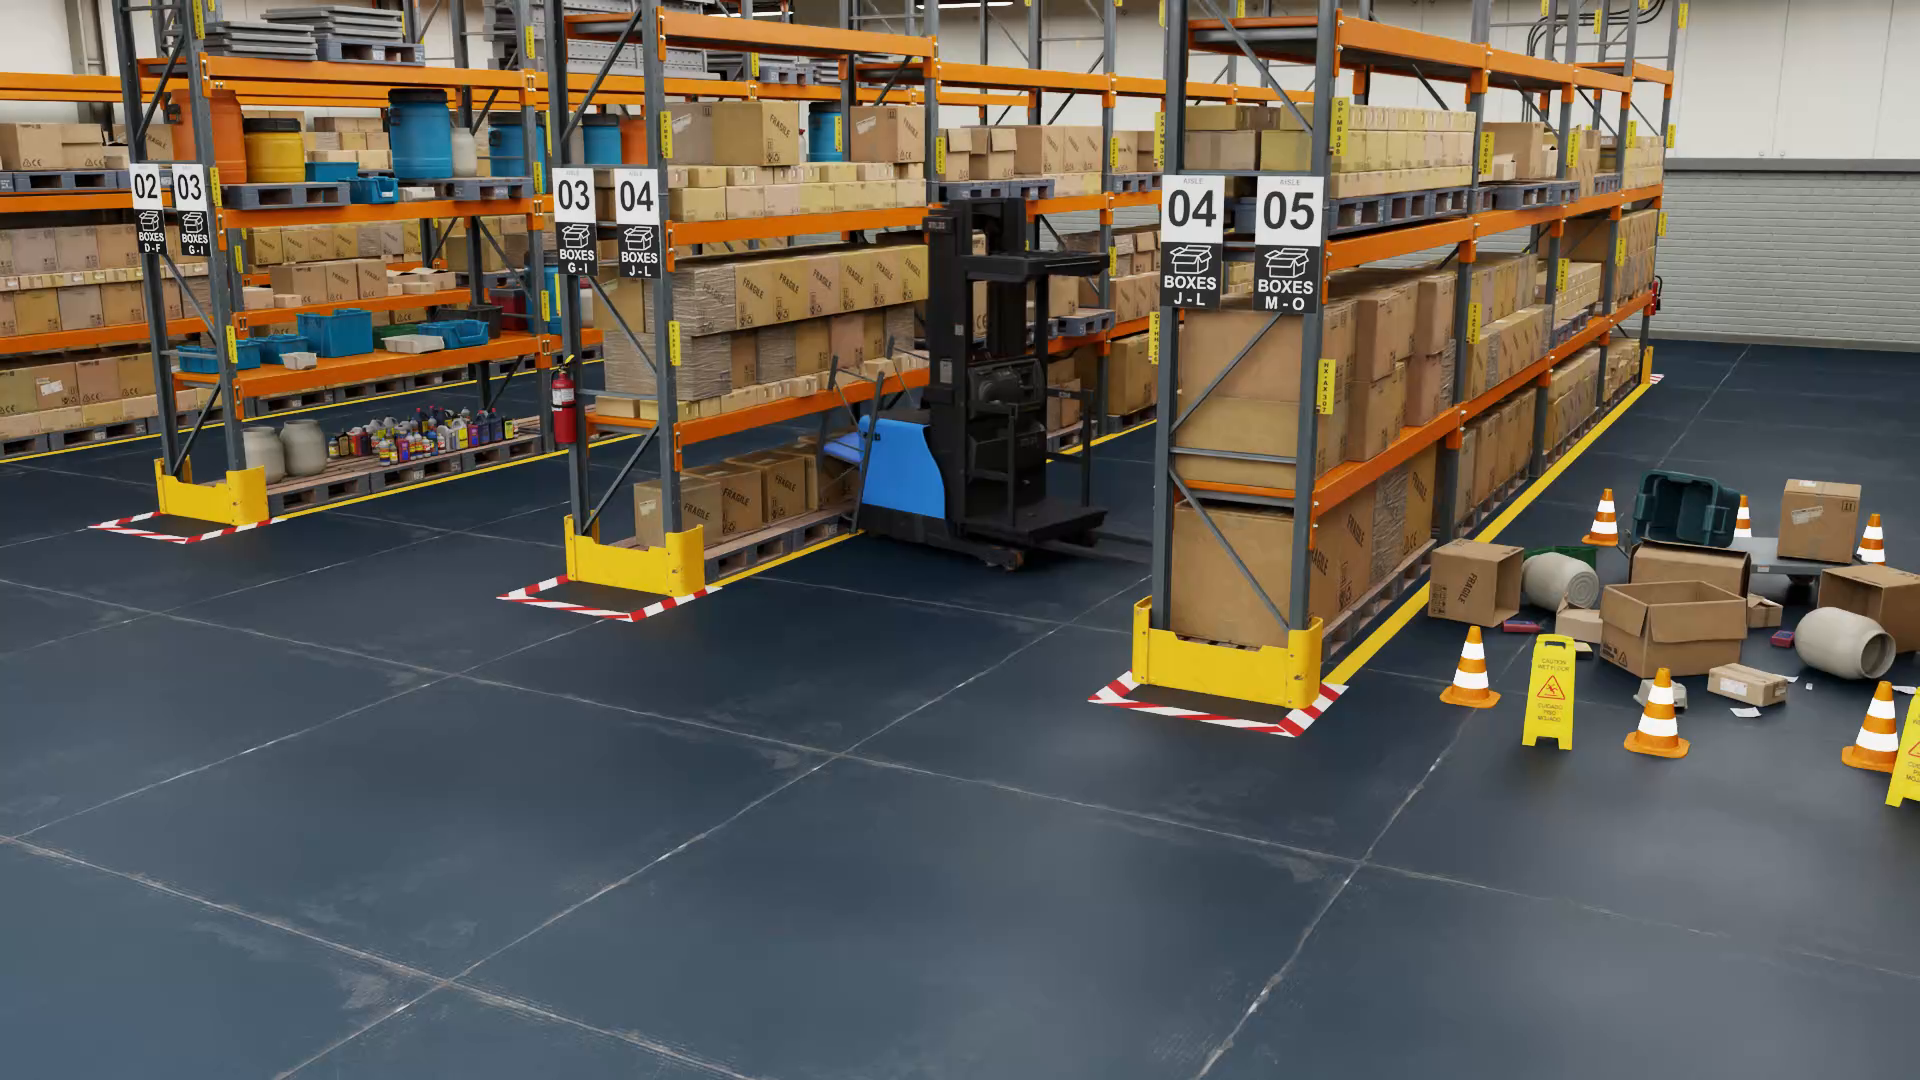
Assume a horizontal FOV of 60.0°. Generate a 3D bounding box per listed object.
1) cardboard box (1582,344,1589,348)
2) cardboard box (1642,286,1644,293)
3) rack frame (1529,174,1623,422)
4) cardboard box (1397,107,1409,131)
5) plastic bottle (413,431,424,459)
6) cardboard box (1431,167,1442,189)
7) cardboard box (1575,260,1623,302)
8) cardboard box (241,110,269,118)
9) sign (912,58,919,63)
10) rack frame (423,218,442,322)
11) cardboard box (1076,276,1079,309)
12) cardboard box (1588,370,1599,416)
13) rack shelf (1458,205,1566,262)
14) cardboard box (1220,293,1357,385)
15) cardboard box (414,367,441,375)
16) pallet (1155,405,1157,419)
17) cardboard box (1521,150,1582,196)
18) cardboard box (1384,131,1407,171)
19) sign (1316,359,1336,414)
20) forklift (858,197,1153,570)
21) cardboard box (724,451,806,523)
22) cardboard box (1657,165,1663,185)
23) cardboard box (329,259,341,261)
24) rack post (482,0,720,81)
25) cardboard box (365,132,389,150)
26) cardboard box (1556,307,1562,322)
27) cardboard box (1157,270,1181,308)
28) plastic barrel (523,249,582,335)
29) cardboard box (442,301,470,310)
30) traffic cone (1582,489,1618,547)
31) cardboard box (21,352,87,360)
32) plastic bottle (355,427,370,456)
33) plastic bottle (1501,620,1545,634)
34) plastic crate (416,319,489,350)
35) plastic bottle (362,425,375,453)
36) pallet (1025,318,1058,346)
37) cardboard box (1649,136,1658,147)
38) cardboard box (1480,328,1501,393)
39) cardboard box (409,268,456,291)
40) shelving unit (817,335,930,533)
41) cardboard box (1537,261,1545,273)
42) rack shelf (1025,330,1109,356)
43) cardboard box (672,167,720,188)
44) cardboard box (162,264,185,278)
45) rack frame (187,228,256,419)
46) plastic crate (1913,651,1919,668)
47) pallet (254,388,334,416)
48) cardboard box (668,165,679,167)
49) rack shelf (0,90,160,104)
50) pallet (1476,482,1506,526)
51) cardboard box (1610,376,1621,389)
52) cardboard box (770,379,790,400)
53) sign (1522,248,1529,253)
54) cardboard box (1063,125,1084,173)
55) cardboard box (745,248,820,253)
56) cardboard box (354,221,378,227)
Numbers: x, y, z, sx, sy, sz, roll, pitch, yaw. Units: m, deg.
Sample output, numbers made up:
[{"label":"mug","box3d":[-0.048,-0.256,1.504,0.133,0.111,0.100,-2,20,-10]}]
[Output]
[{"label":"cardboard box","box3d":[8.430,-2.617,22.904,0.380,0.149,0.250,8,16,30]},{"label":"cardboard box","box3d":[9.369,-3.534,23.327,0.380,0.149,0.250,7,15,28]},{"label":"rack frame","box3d":[7.498,-2.981,20.498,1.000,3.000,0.127,7,15,28]},{"label":"cardboard box","box3d":[2.753,-2.788,11.025,0.380,0.149,0.250,7,15,27]},{"label":"plastic bottle","box3d":[-5.568,-0.978,17.072,0.097,0.271,0.097,0,14,0]},{"label":"cardboard box","box3d":[3.244,-2.609,11.982,0.380,0.149,0.250,8,16,29]},{"label":"cardboard box","box3d":[7.958,-3.247,20.754,0.500,0.500,0.500,7,15,27]},{"label":"cardboard box","box3d":[-8.999,-5.121,20.801,0.500,0.500,0.500,8,15,29]},{"label":"sign","box3d":[-0.650,-6.877,24.304,0.100,0.325,0.005,7,15,28]},{"label":"rack frame","box3d":[-9.803,-5.247,29.898,1.000,3.000,0.127,7,15,28]},{"label":"cardboard box","box3d":[1.046,-2.880,18.972,0.500,0.500,0.500,5,15,21]},{"label":"cardboard box","box3d":[7.361,-1.789,19.993,0.500,0.500,0.500,7,15,27]},{"label":"rack shelf","box3d":[4.598,-2.858,15.125,1.077,0.370,4.000,7,15,28]},{"label":"cardboard box","box3d":[2.096,-1.312,10.951,0.875,0.550,0.550,7,15,28]},{"label":"cardboard box","box3d":[-7.685,-2.492,23.440,0.500,0.250,0.500,7,15,27]},{"label":"pallet","box3d":[2.309,-1.790,21.507,1.003,0.211,1.213,7,15,28]},{"label":"cardboard box","box3d":[6.074,-3.754,17.091,0.500,0.500,0.500,7,15,28]},{"label":"cardboard box","box3d":[2.643,-2.579,11.008,0.500,0.250,0.500,7,15,28]},{"label":"sign","box3d":[2.180,-0.914,9.909,0.100,0.325,0.005,7,15,28]},{"label":"forklift","box3d":[0.545,-1.316,13.738,3.031,2.935,1.130,12,18,40]},{"label":"cardboard box","box3d":[-1.701,-0.470,14.519,0.500,0.500,0.500,9,16,33]},{"label":"cardboard box","box3d":[9.444,-5.064,23.057,0.500,0.250,0.500,7,15,27]},{"label":"cardboard box","box3d":[-10.643,-4.671,28.003,0.380,0.149,0.250,7,15,28]},{"label":"rack post","box3d":[-4.121,-5.911,19.424,1.013,1.000,3.121,7,15,28]},{"label":"cardboard box","box3d":[-10.325,-6.800,28.786,0.700,0.500,0.500,6,15,25]},{"label":"cardboard box","box3d":[6.217,-2.422,17.818,0.380,0.149,0.250,8,16,31]},{"label":"cardboard box","box3d":[2.480,-3.174,21.087,0.500,0.500,0.500,7,15,28]},{"label":"plastic barrel","box3d":[-4.546,-2.772,18.562,0.600,0.901,0.708,7,15,28]},{"label":"cardboard box","box3d":[-9.352,-4.378,30.730,0.700,0.500,0.500,8,16,29]},{"label":"traffic cone","box3d":[5.601,-0.210,14.419,0.336,0.463,0.334,7,15,28]},{"label":"cardboard box","box3d":[-10.554,-1.910,19.426,0.500,0.500,0.500,7,15,28]},{"label":"plastic bottle","box3d":[-6.188,-1.019,17.218,0.061,0.283,0.133,7,15,28]},{"label":"plastic bottle","box3d":[4.006,0.620,11.833,0.283,0.061,0.133,2,14,9]},{"label":"plastic crate","box3d":[-5.295,-2.153,17.382,0.499,0.251,0.616,7,15,28]},{"label":"plastic bottle","box3d":[-6.215,-1.056,17.387,0.152,0.276,0.135,7,15,26]},{"label":"pallet","box3d":[0.350,-2.239,17.829,1.003,0.211,1.213,7,15,28]},{"label":"cardboard box","box3d":[9.167,-5.363,22.383,0.380,0.149,0.250,8,16,29]},{"label":"cardboard box","box3d":[4.364,-1.569,14.429,0.500,0.500,0.500,8,15,28]},{"label":"cardboard box","box3d":[-7.613,-3.753,23.891,0.500,0.311,0.500,9,16,32]},{"label":"shelving unit","box3d":[-0.776,-0.962,14.894,0.538,1.500,1.048,20,24,21]},{"label":"cardboard box","box3d":[6.905,-3.323,20.289,0.380,0.149,0.250,8,16,31]},{"label":"rack shelf","box3d":[0.305,-1.983,17.893,1.077,0.370,4.000,7,15,28]},{"label":"cardboard box","box3d":[-2.050,-2.753,12.623,0.380,0.149,0.250,8,16,29]},{"label":"cardboard box","box3d":[-9.522,-3.225,19.912,0.380,0.149,0.250,7,15,26]},{"label":"rack frame","box3d":[-9.332,-3.045,20.766,1.000,3.000,0.127,7,15,28]},{"label":"plastic crate","box3d":[6.536,0.849,10.841,0.402,0.080,0.583,2,14,9]},{"label":"pallet","box3d":[-9.010,-1.845,21.738,1.003,0.211,1.213,7,15,28]},{"label":"cardboard box","box3d":[-2.369,-2.936,13.381,0.380,0.149,0.250,7,15,28]},{"label":"rack shelf","box3d":[-12.704,-6.389,24.220,1.077,0.370,4.000,7,15,28]},{"label":"pallet","box3d":[4.527,-0.402,15.751,1.003,0.211,1.213,7,15,28]},{"label":"cardboard box","box3d":[8.547,-2.108,22.065,0.380,0.149,0.250,7,15,27]},{"label":"cardboard box","box3d":[-1.651,-1.268,13.930,0.380,0.149,0.250,7,15,28]},{"label":"sign","box3d":[7.020,-3.462,20.645,0.100,0.325,0.005,7,15,28]},{"label":"cardboard box","box3d":[1.022,-4.260,18.124,0.500,0.500,0.500,7,15,28]},{"label":"cardboard box","box3d":[-1.585,-2.333,14.828,0.500,0.500,0.500,7,15,28]},{"label":"cardboard box","box3d":[-10.307,-5.481,28.379,0.500,0.250,0.500,8,16,29]}]
